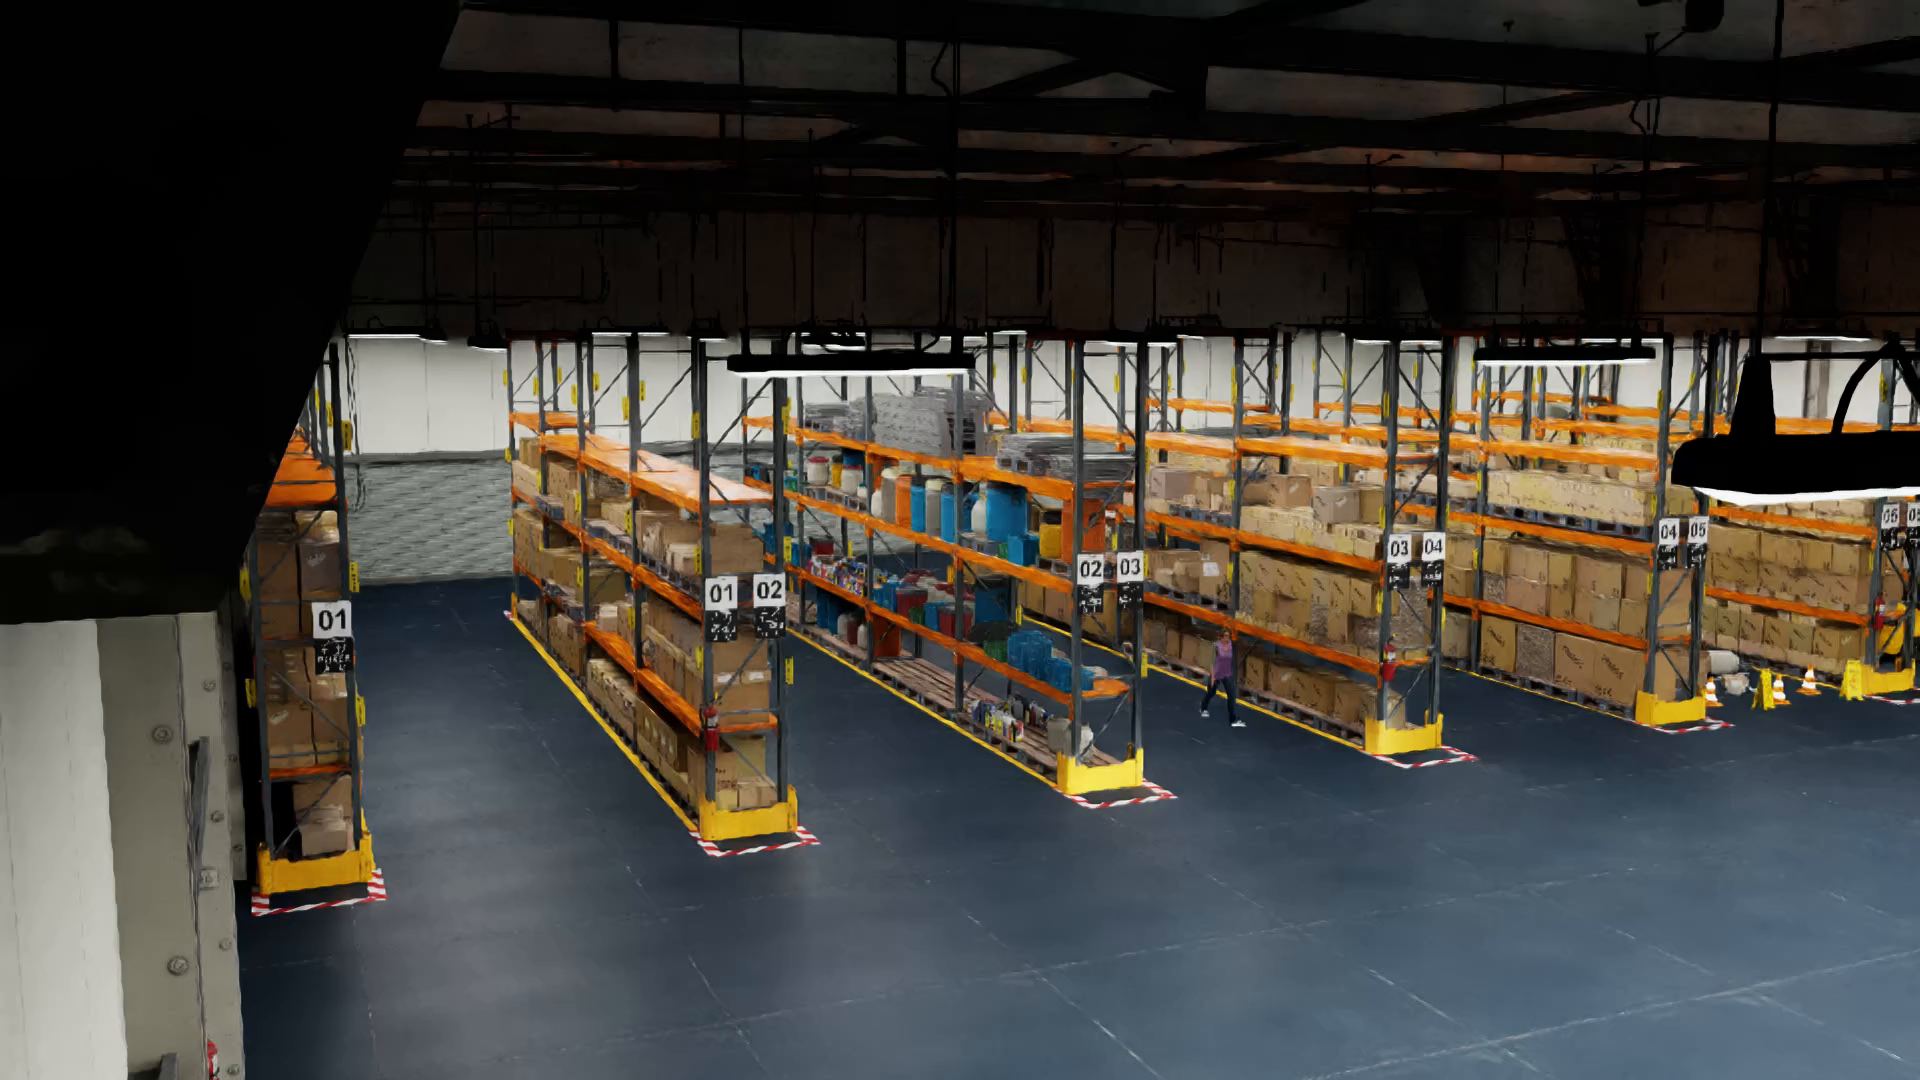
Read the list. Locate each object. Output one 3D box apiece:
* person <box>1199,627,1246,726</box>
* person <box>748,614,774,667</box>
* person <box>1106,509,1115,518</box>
[{"bbox_3d":[4.026,2.080,25.701,0.417,1.517,1.037,-3,8,-20],"label":"person"},{"bbox_3d":[-3.514,1.546,29.735,0.566,1.526,0.519,-4,9,-25],"label":"person"},{"bbox_3d":[3.819,-0.238,42.410,0.482,1.621,0.948,0,8,1],"label":"person"}]
